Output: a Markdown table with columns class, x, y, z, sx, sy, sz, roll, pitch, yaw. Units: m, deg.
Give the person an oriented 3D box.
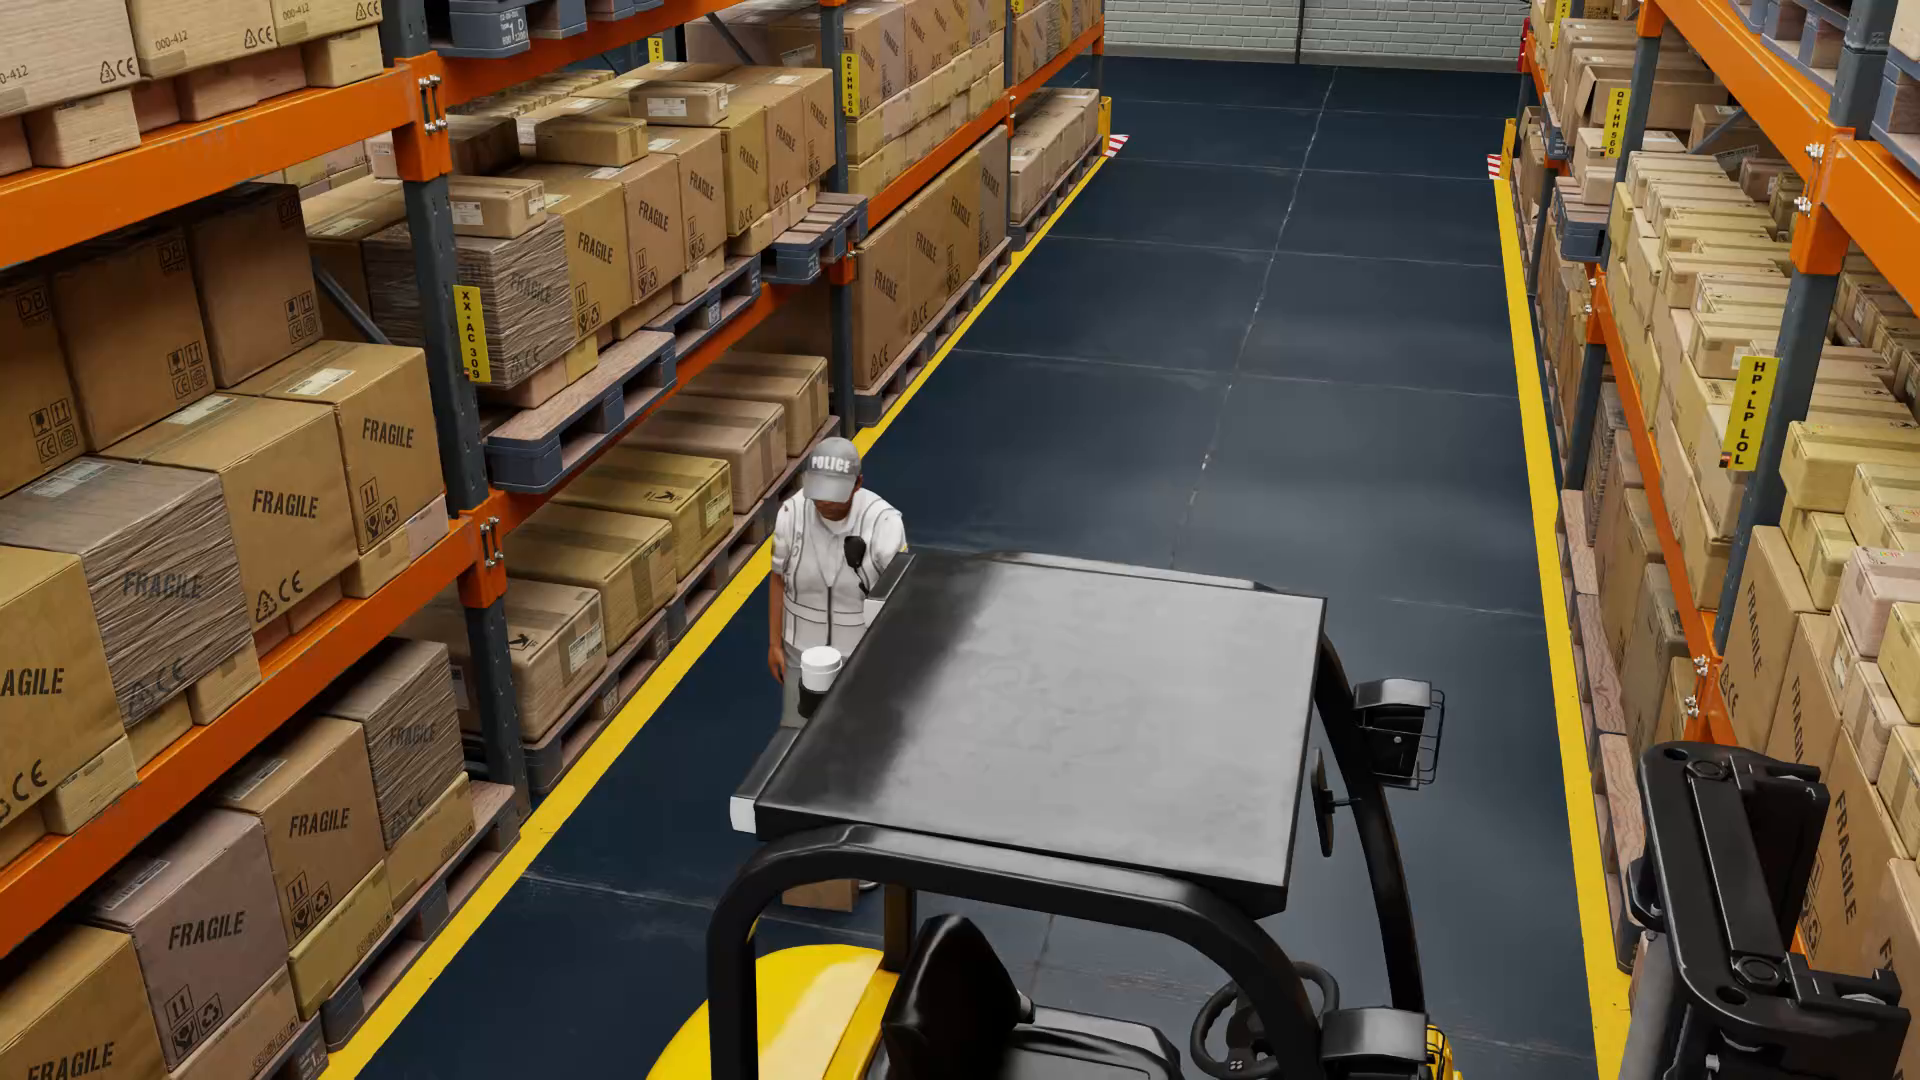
| class | x | y | z | sx | sy | sz | roll | pitch | yaw |
| --- | --- | --- | --- | --- | --- | --- | --- | --- | --- |
| person | -0.430 | 0.398 | 5.768 | 0.548 | 1.664 | 0.470 | 5 | 26 | 11 |
